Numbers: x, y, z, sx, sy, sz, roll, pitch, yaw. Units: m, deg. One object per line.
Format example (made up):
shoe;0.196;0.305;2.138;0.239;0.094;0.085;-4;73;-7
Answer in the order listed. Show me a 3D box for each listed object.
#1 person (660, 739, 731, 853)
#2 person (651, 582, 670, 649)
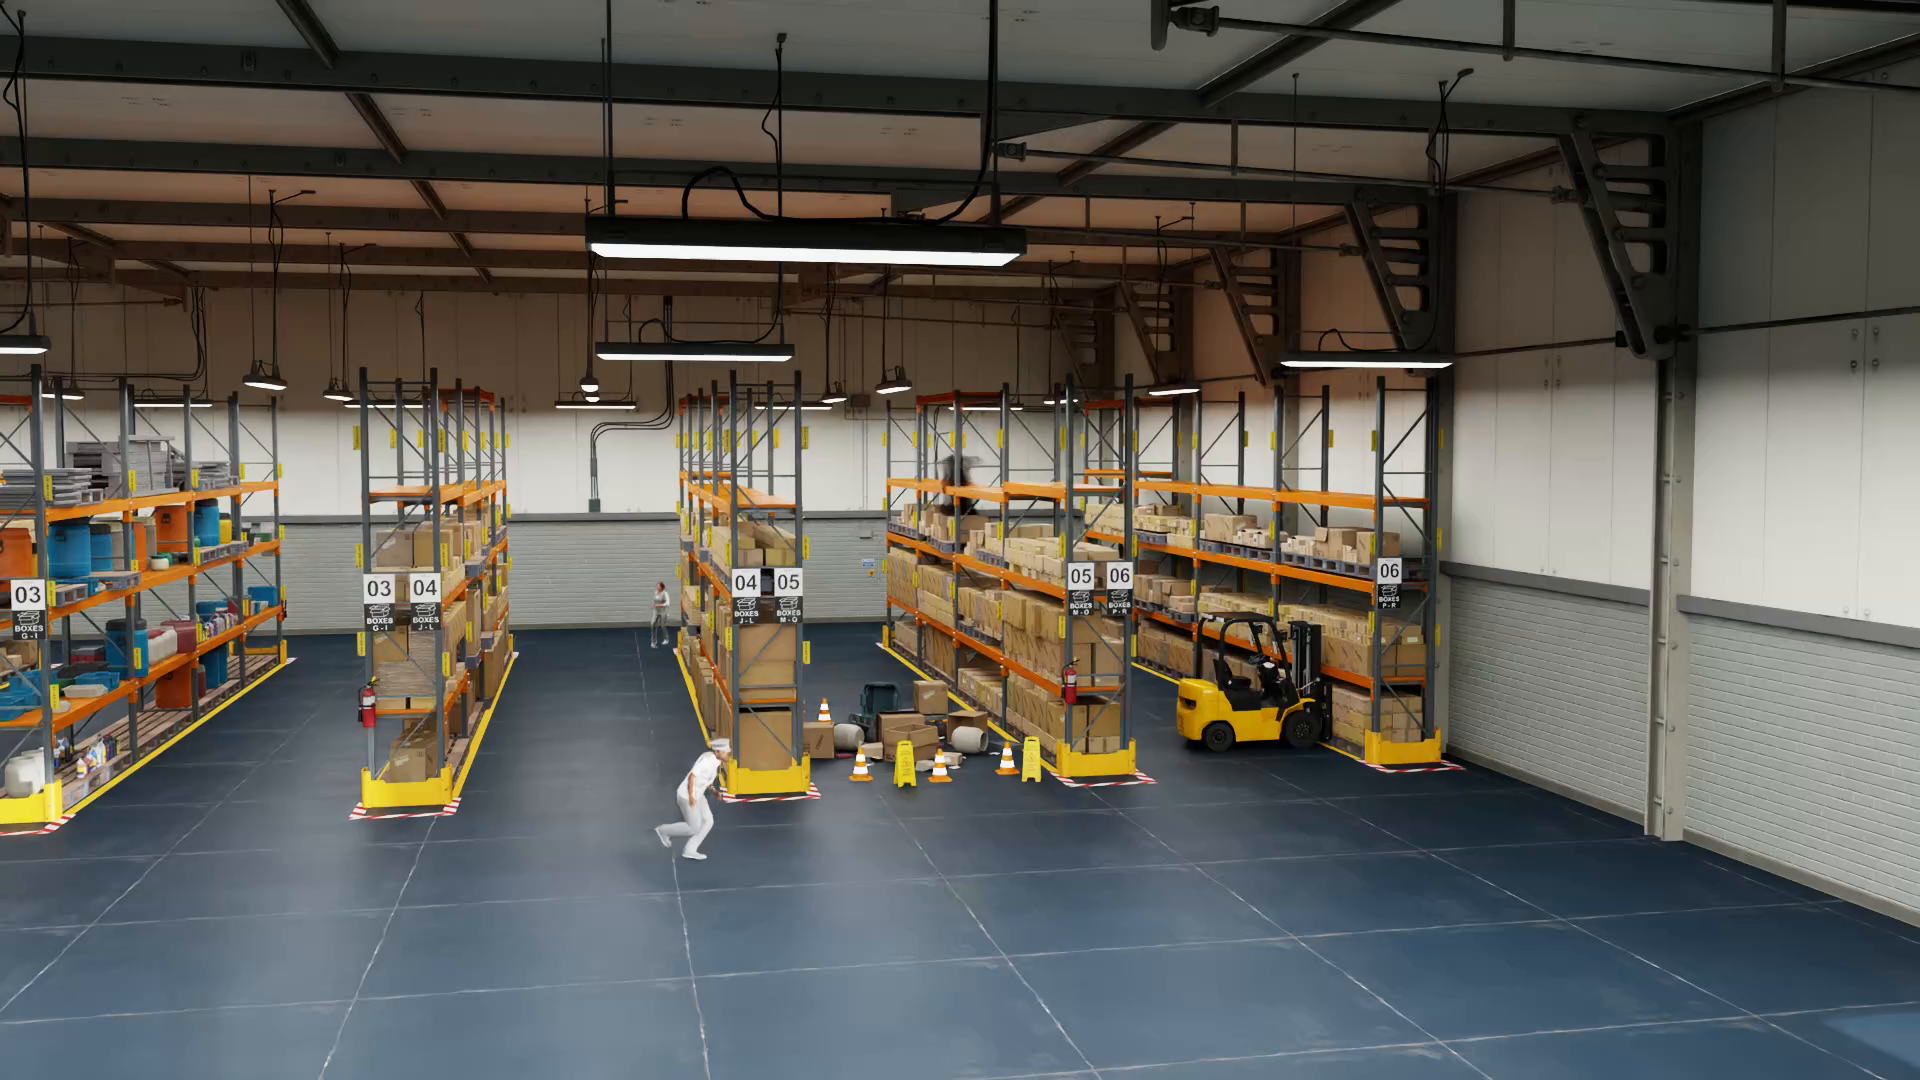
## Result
person;-3.161;3.065;19.863;0.872;1.394;0.583;0;3;8
person;-7.238;1.868;40.286;0.539;1.550;0.684;1;4;19
